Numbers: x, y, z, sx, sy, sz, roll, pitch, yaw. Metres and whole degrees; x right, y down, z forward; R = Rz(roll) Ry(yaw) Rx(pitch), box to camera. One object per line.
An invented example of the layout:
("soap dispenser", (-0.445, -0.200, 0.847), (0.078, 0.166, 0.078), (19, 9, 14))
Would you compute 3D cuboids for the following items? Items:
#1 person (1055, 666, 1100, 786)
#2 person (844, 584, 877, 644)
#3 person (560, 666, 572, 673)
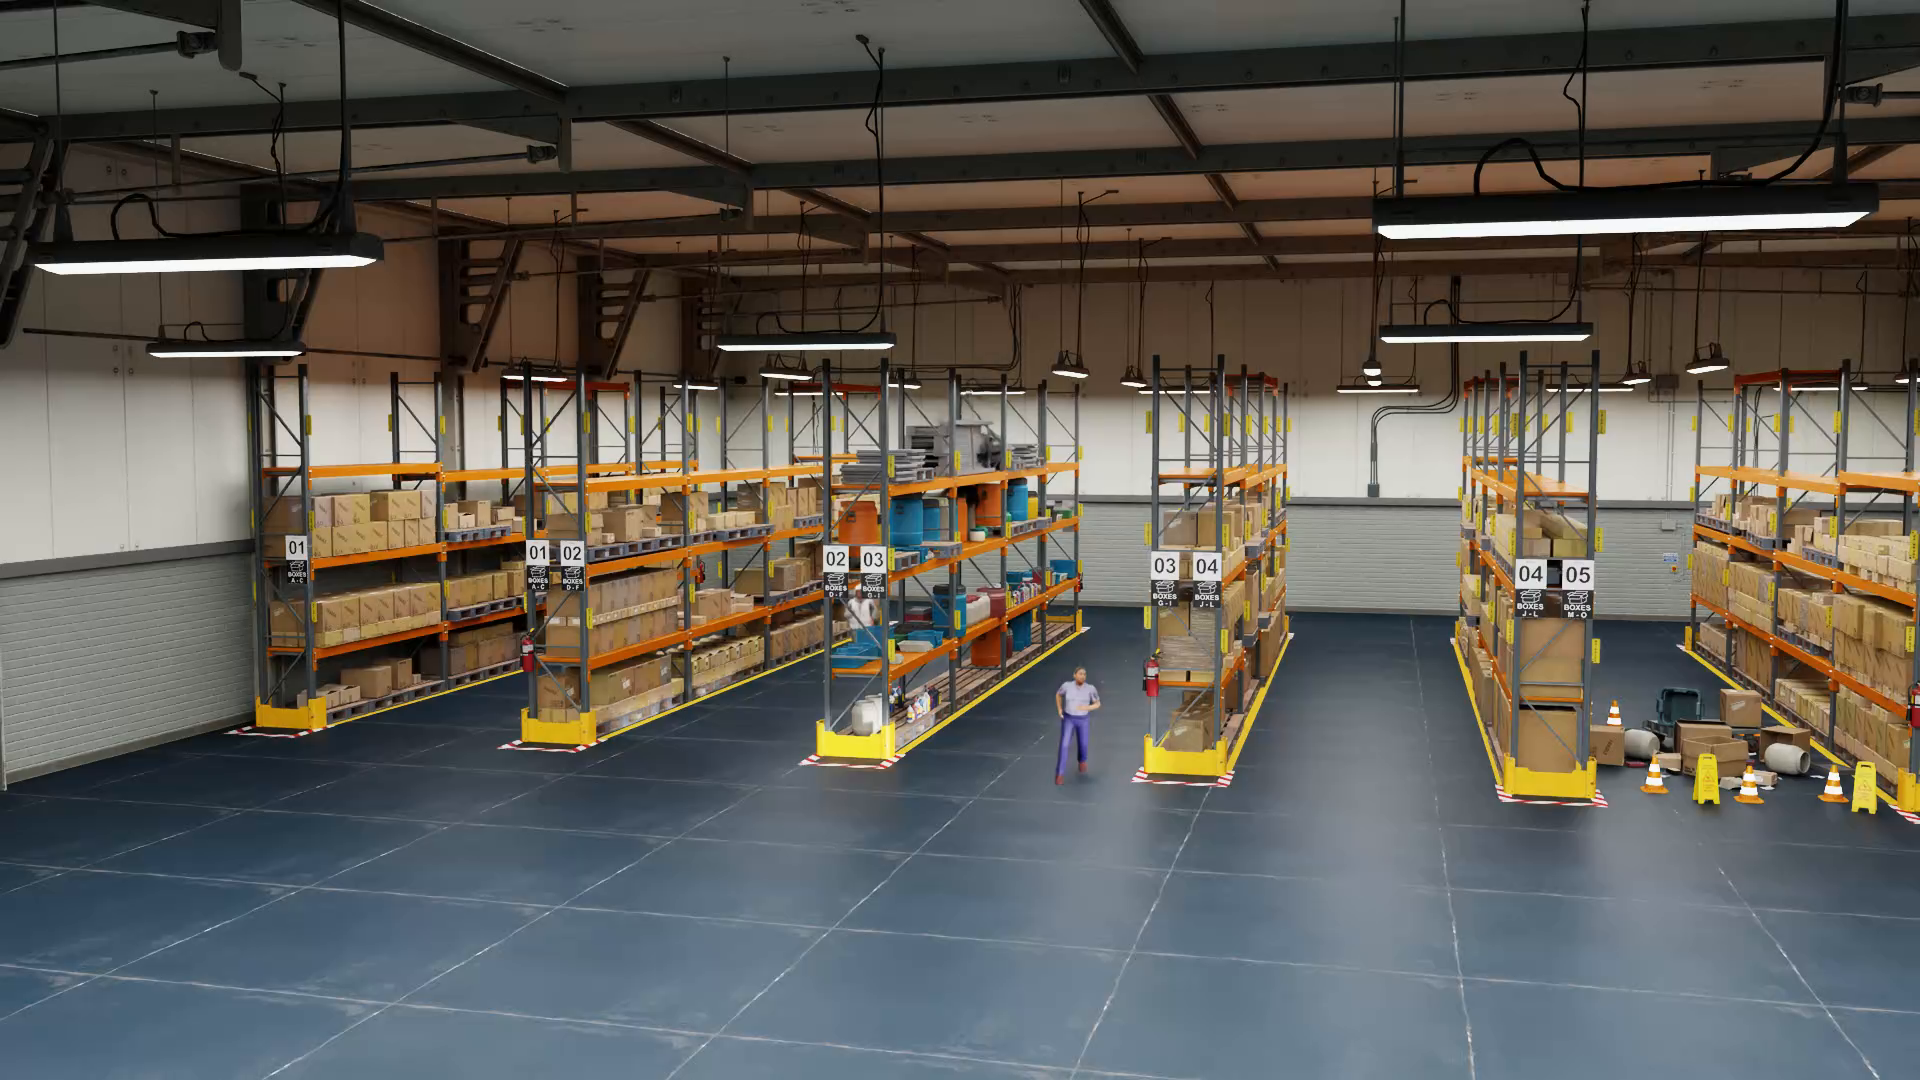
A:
("person", (1.656, 2.594, 23.470), (0.640, 1.638, 0.875), (0, 4, 3))
("person", (-2.015, 1.781, 33.502), (0.657, 1.776, 0.950), (0, 4, 3))
("person", (-7.088, 2.055, 30.189), (0.692, 1.720, 0.589), (0, 4, 5))
